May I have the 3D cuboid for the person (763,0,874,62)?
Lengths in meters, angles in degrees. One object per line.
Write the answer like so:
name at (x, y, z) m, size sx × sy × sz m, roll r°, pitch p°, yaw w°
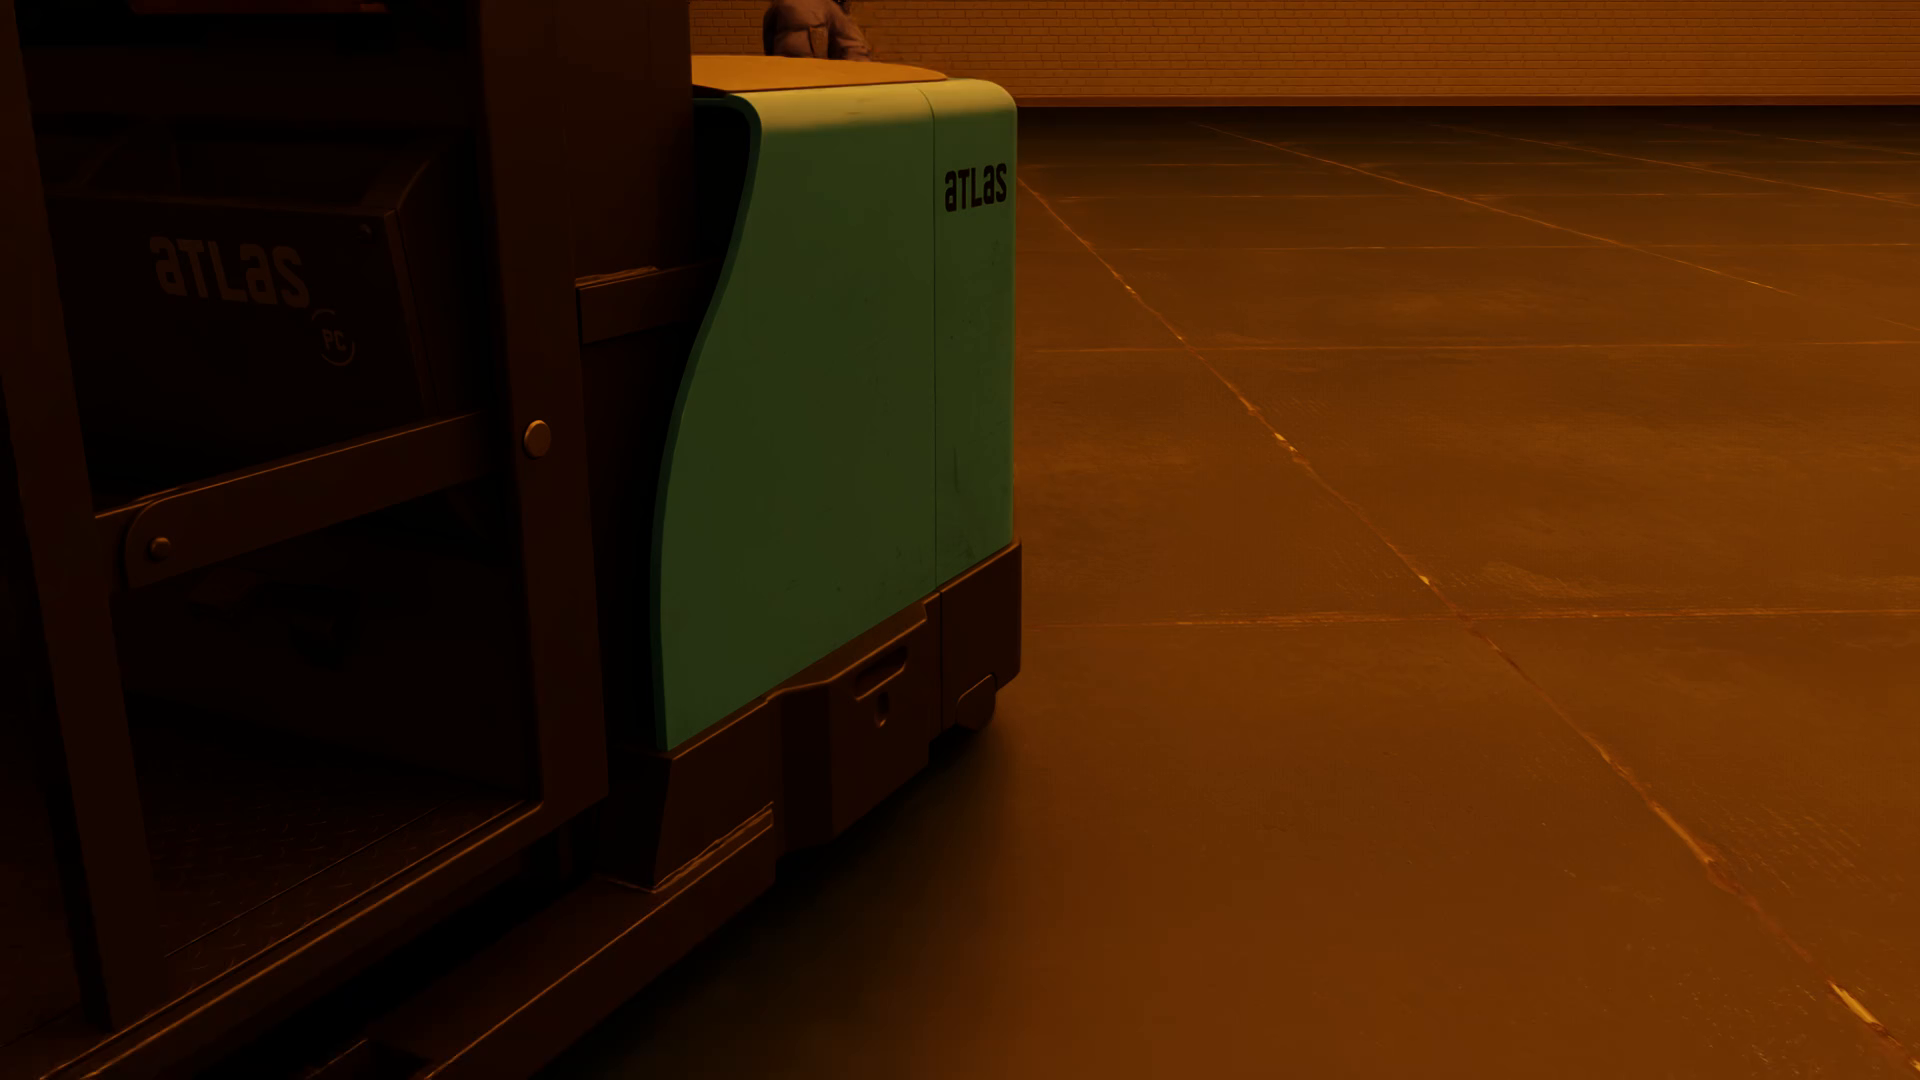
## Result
person at (-0.300, -0.893, 4.319) m, size 0.691 × 1.536 × 0.878 m, roll 0°, pitch 17°, yaw 1°

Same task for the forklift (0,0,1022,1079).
forklift at (-1.016, -0.797, 1.513) m, size 1.130 × 2.935 × 3.031 m, roll 9°, pitch 19°, yaw 26°
